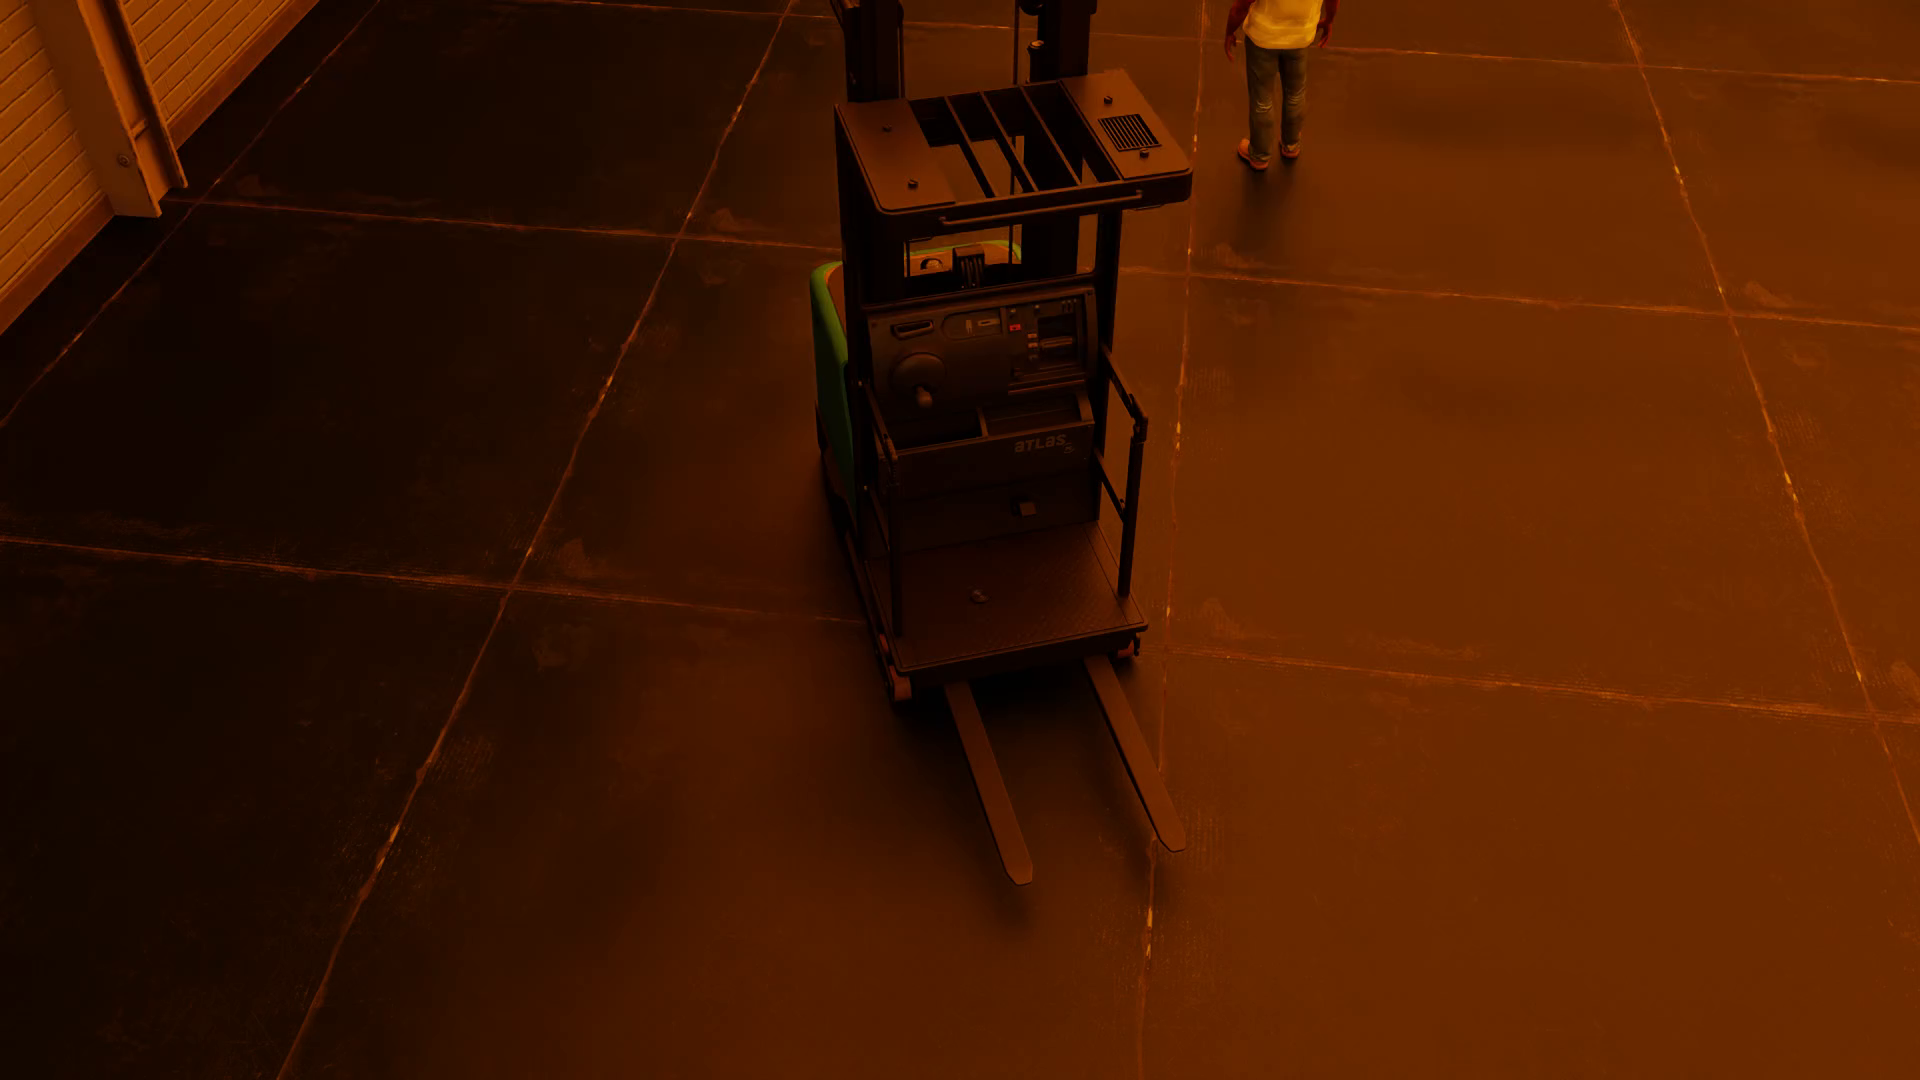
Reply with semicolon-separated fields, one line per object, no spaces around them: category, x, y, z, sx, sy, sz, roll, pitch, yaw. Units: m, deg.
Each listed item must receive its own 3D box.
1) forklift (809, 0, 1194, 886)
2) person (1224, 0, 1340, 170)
forklift;0.153;-0.681;6.465;1.130;2.935;3.031;-10;44;-11
person;1.883;-3.048;9.893;0.665;1.767;0.576;-5;43;-6
